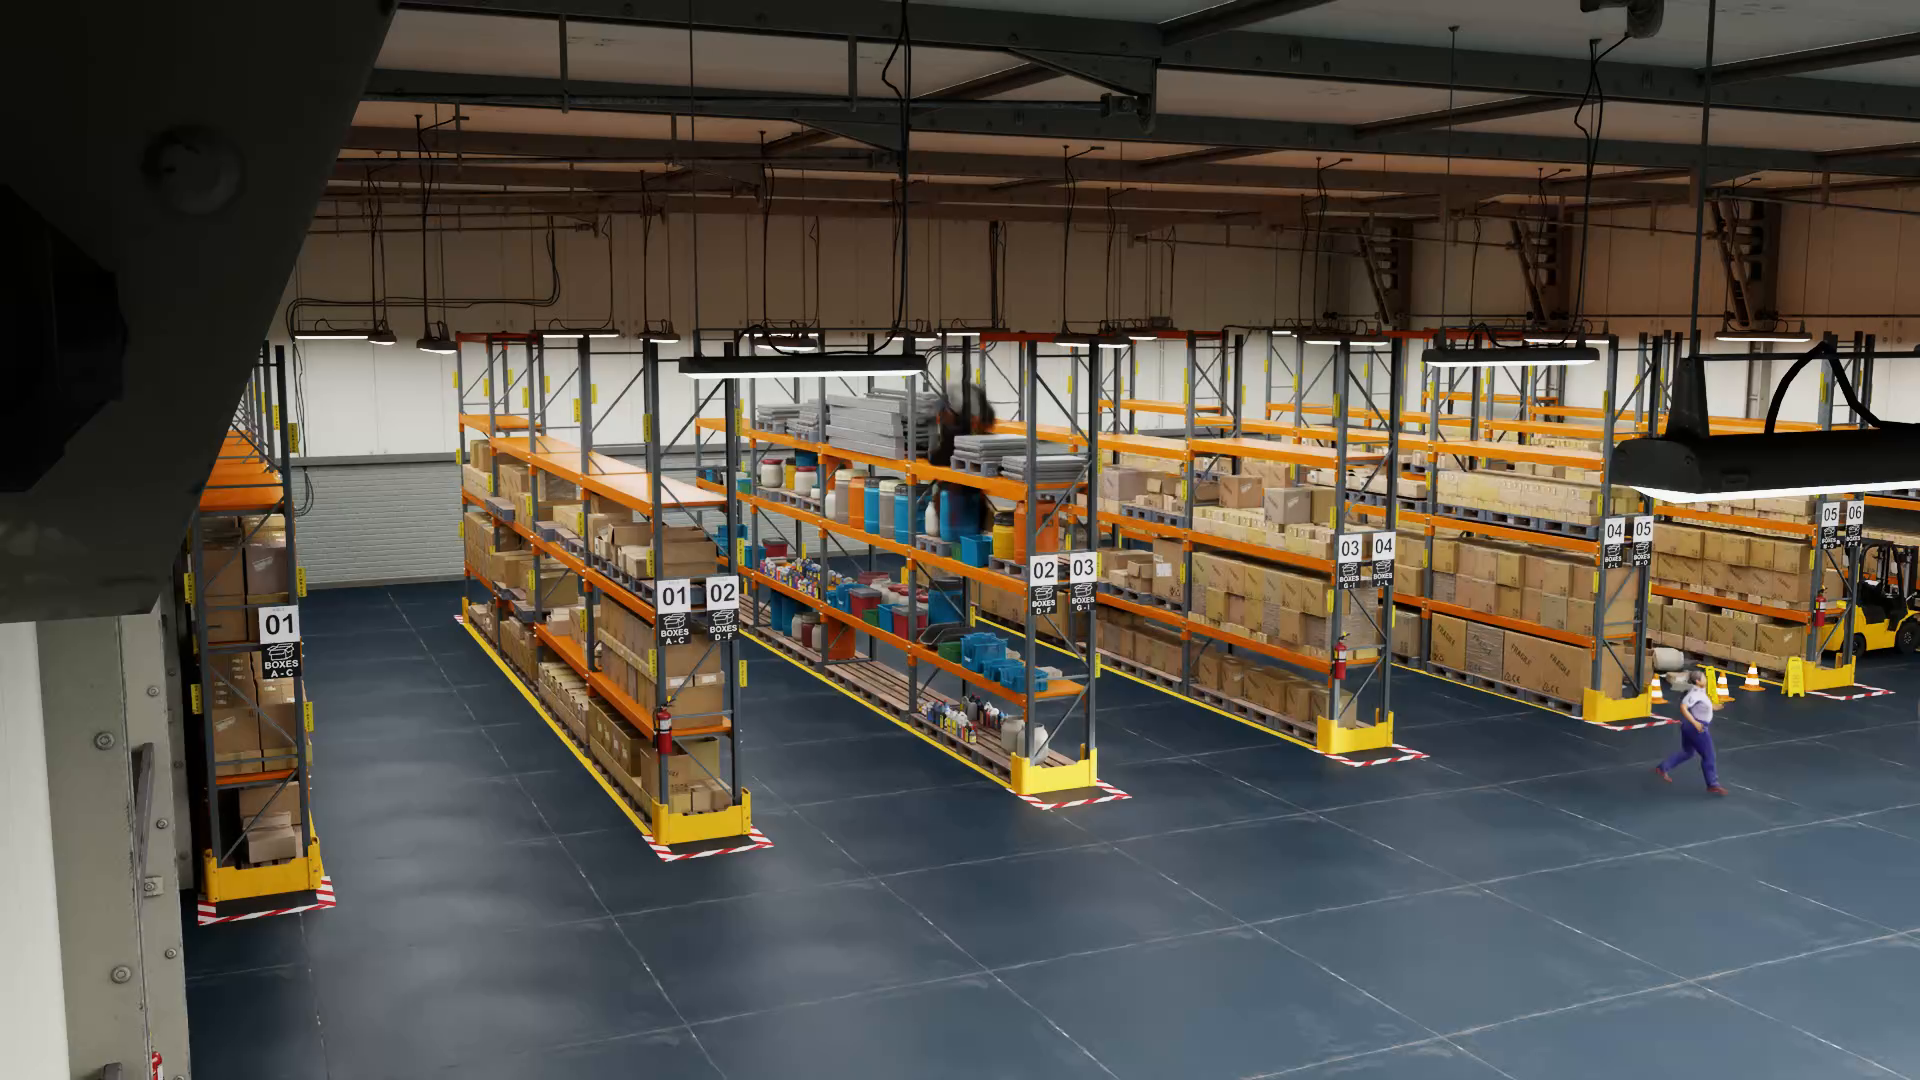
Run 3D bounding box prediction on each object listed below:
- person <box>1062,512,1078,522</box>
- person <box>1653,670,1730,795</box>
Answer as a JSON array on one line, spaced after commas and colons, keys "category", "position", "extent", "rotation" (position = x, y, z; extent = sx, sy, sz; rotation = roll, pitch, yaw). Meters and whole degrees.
[{"category": "person", "position": [2.663, 0.003, 41.065], "extent": [0.650, 1.635, 0.690], "rotation": [5, 9, 32]}, {"category": "person", "position": [9.781, 2.527, 22.105], "extent": [0.913, 1.629, 0.607], "rotation": [2, 8, 14]}]
